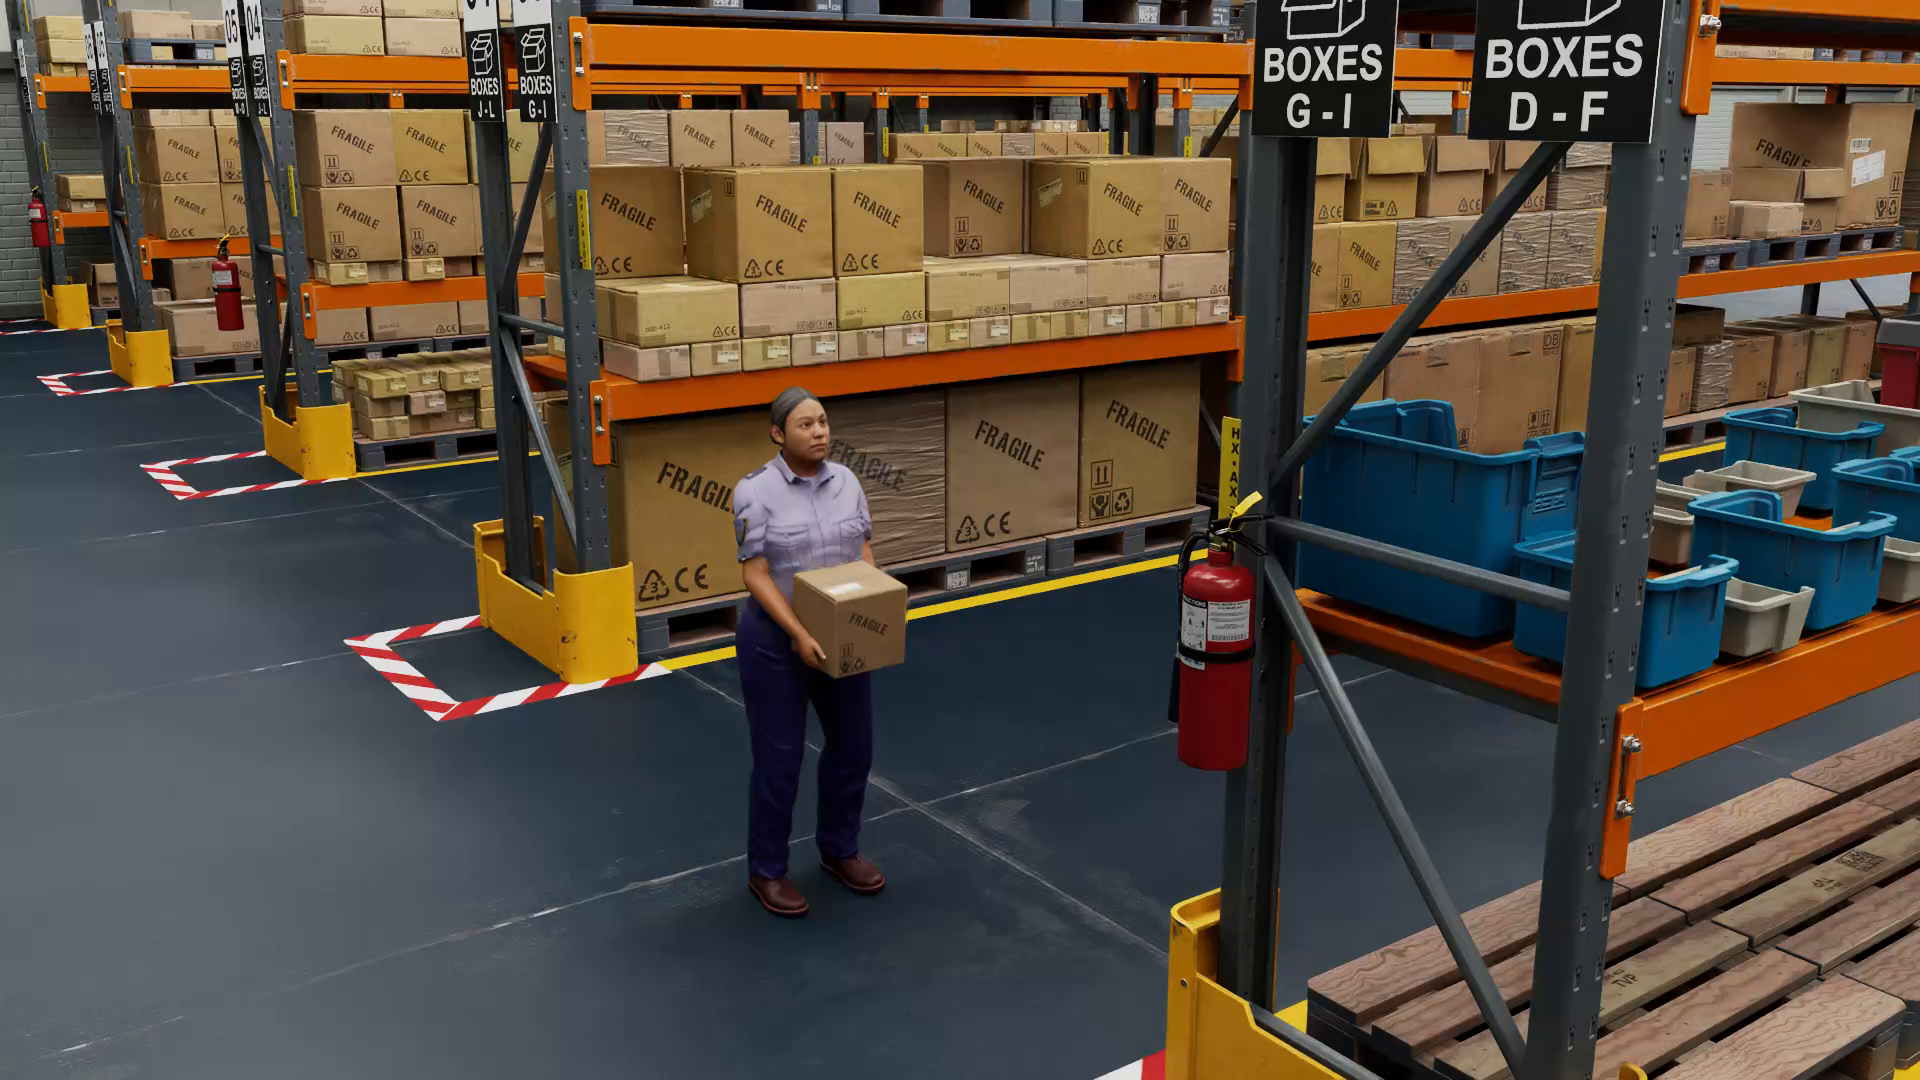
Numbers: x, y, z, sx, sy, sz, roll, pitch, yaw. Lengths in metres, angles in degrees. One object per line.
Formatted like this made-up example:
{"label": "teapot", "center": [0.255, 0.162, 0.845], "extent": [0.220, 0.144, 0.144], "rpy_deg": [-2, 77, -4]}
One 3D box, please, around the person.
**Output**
{"label": "person", "center": [-0.436, 0.358, 5.193], "extent": [0.465, 1.631, 0.515], "rpy_deg": [-10, 18, -35]}
